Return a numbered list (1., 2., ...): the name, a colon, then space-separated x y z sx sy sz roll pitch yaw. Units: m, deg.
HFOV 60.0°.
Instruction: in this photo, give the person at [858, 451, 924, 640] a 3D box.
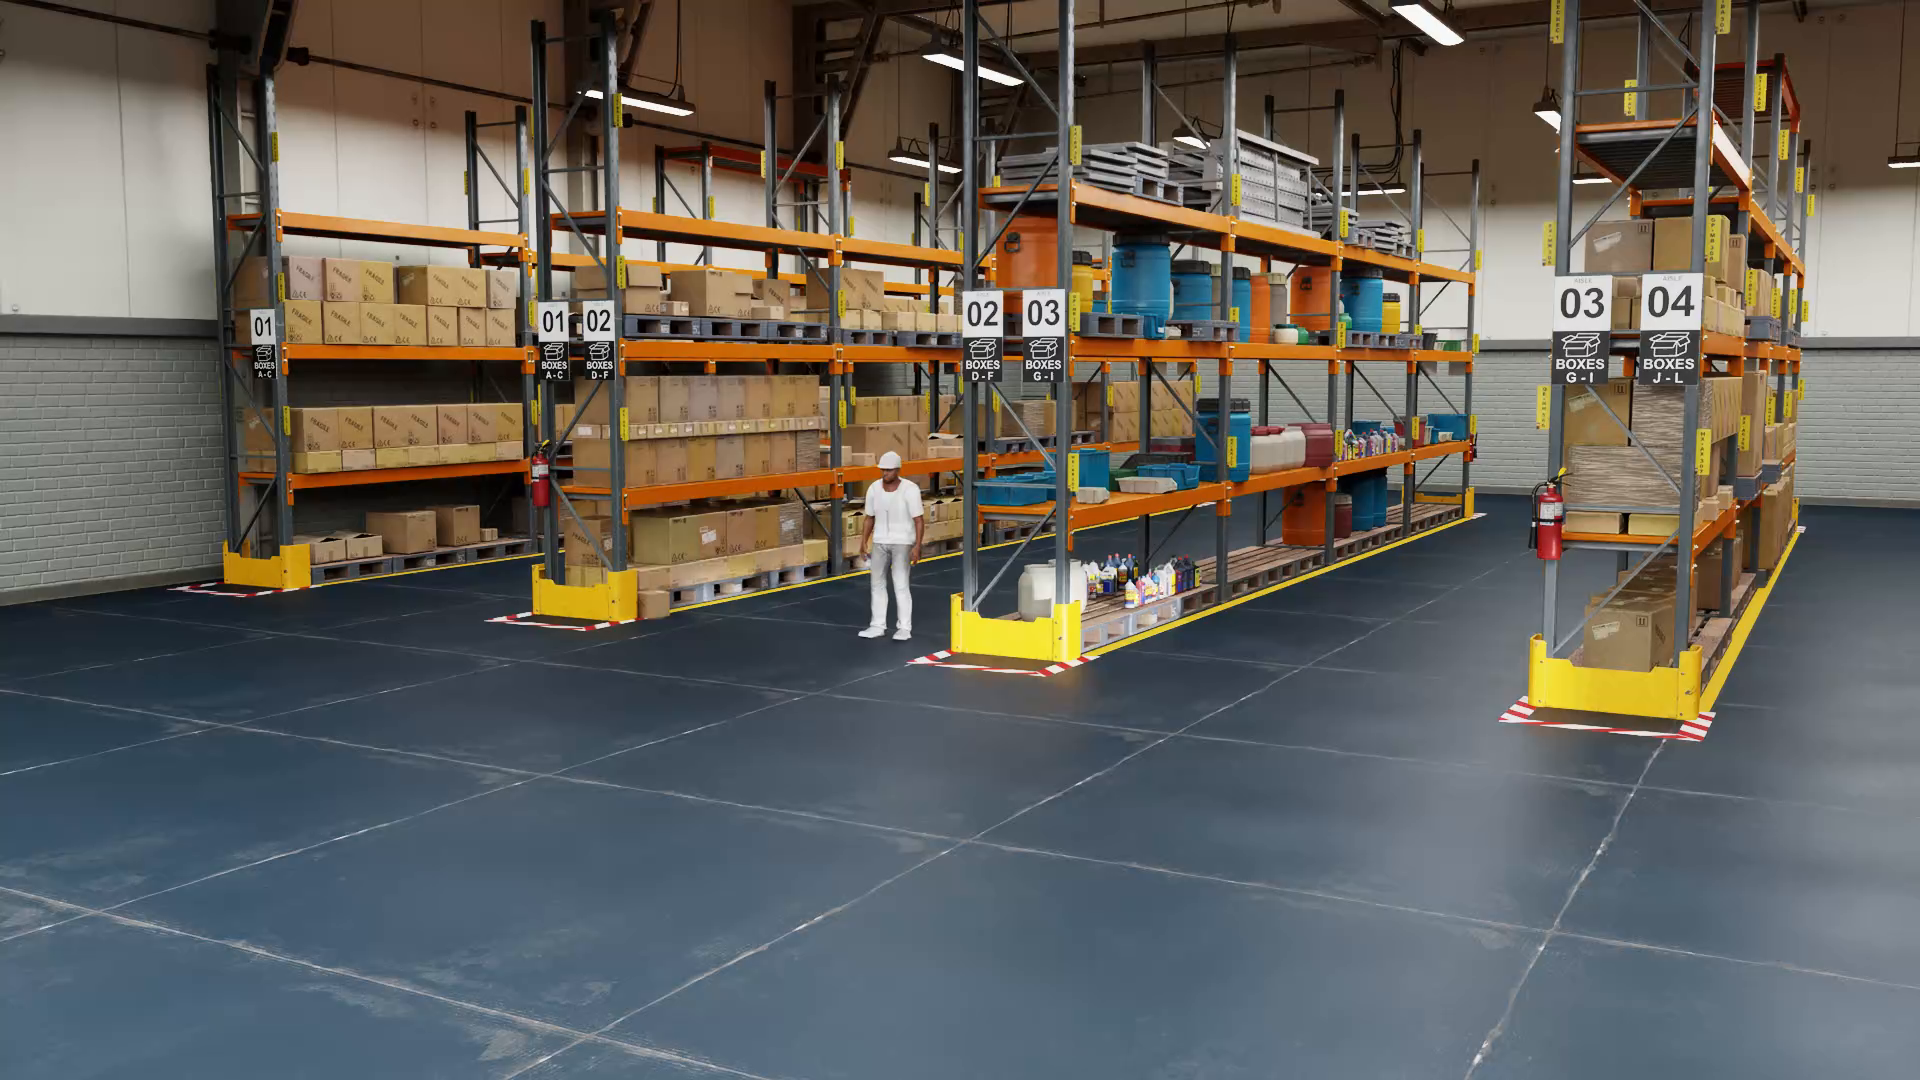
1. person: -0.640 0.048 15.579 0.636 1.761 0.454 3 7 26
